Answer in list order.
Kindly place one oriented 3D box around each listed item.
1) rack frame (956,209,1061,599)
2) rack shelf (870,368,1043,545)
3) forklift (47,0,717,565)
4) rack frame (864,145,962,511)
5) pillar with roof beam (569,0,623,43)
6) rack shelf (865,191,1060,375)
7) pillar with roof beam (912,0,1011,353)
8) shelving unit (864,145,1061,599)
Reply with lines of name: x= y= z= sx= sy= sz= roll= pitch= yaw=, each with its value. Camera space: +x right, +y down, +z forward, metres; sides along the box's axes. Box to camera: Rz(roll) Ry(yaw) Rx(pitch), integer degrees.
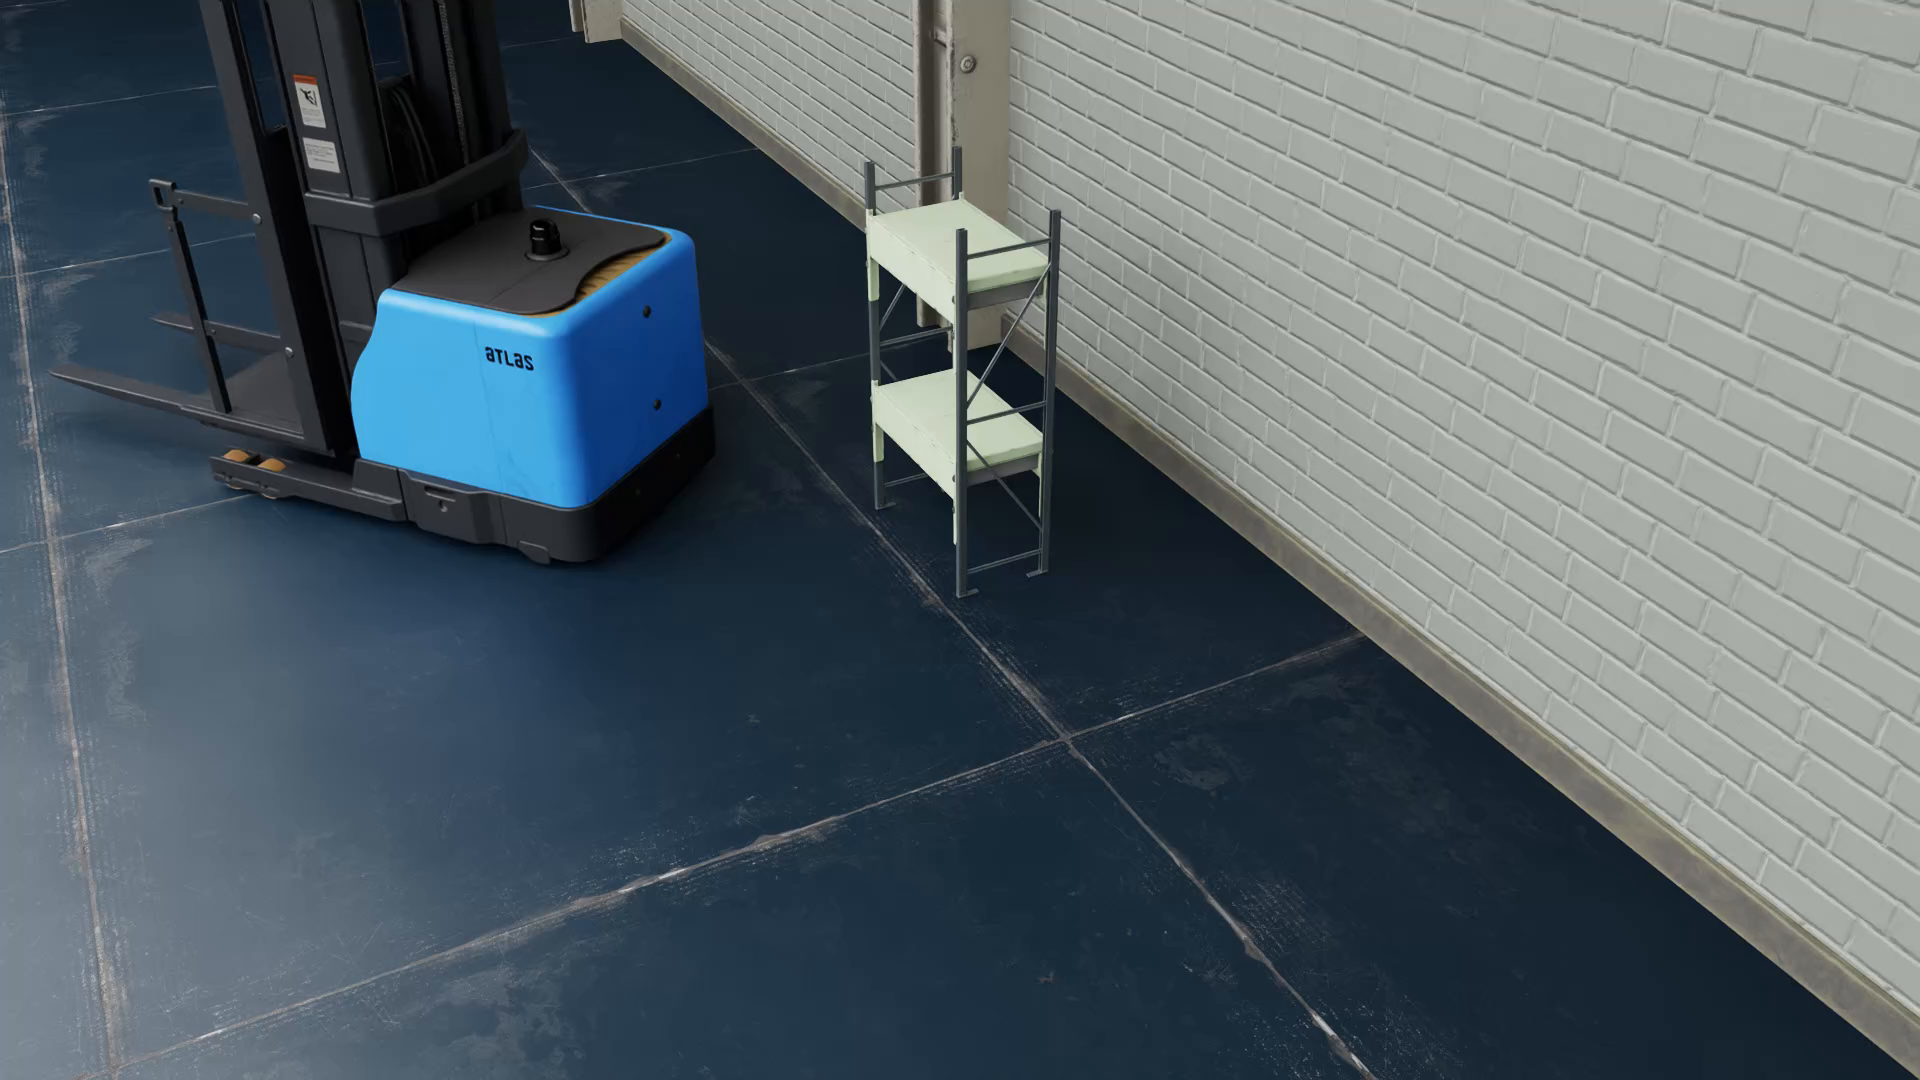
rack frame: x=0.168 y=-0.460 z=6.078 sx=0.400 sy=1.500 sz=0.023 roll=-16 pitch=36 yaw=-23
rack shelf: x=-0.003 y=-0.360 z=6.526 sx=0.431 sy=0.370 sz=0.720 roll=-16 pitch=36 yaw=-23
forklift: x=-2.620 y=-1.653 z=6.613 sx=3.031 sy=2.935 sz=1.130 roll=13 pitch=35 yaw=20
rack frame: x=-0.174 y=-0.809 z=6.623 sx=0.400 sy=1.500 sz=0.023 roll=-16 pitch=36 yaw=-23
pillar with roof beam: x=-6.599 y=-6.620 z=8.741 sx=9.100 sy=9.000 sz=0.400 roll=-16 pitch=36 yaw=-23
rack shelf: x=-0.003 y=-0.963 z=6.140 sx=0.431 sy=0.370 sz=0.720 roll=-16 pitch=36 yaw=-23
pillar with roof beam: x=-3.802 y=-3.757 z=4.272 sx=9.100 sy=9.000 sz=0.400 roll=-16 pitch=36 yaw=-23
shelving unit: x=-0.003 y=-0.635 z=6.350 sx=0.431 sy=1.500 sz=0.755 roll=-16 pitch=36 yaw=-23
